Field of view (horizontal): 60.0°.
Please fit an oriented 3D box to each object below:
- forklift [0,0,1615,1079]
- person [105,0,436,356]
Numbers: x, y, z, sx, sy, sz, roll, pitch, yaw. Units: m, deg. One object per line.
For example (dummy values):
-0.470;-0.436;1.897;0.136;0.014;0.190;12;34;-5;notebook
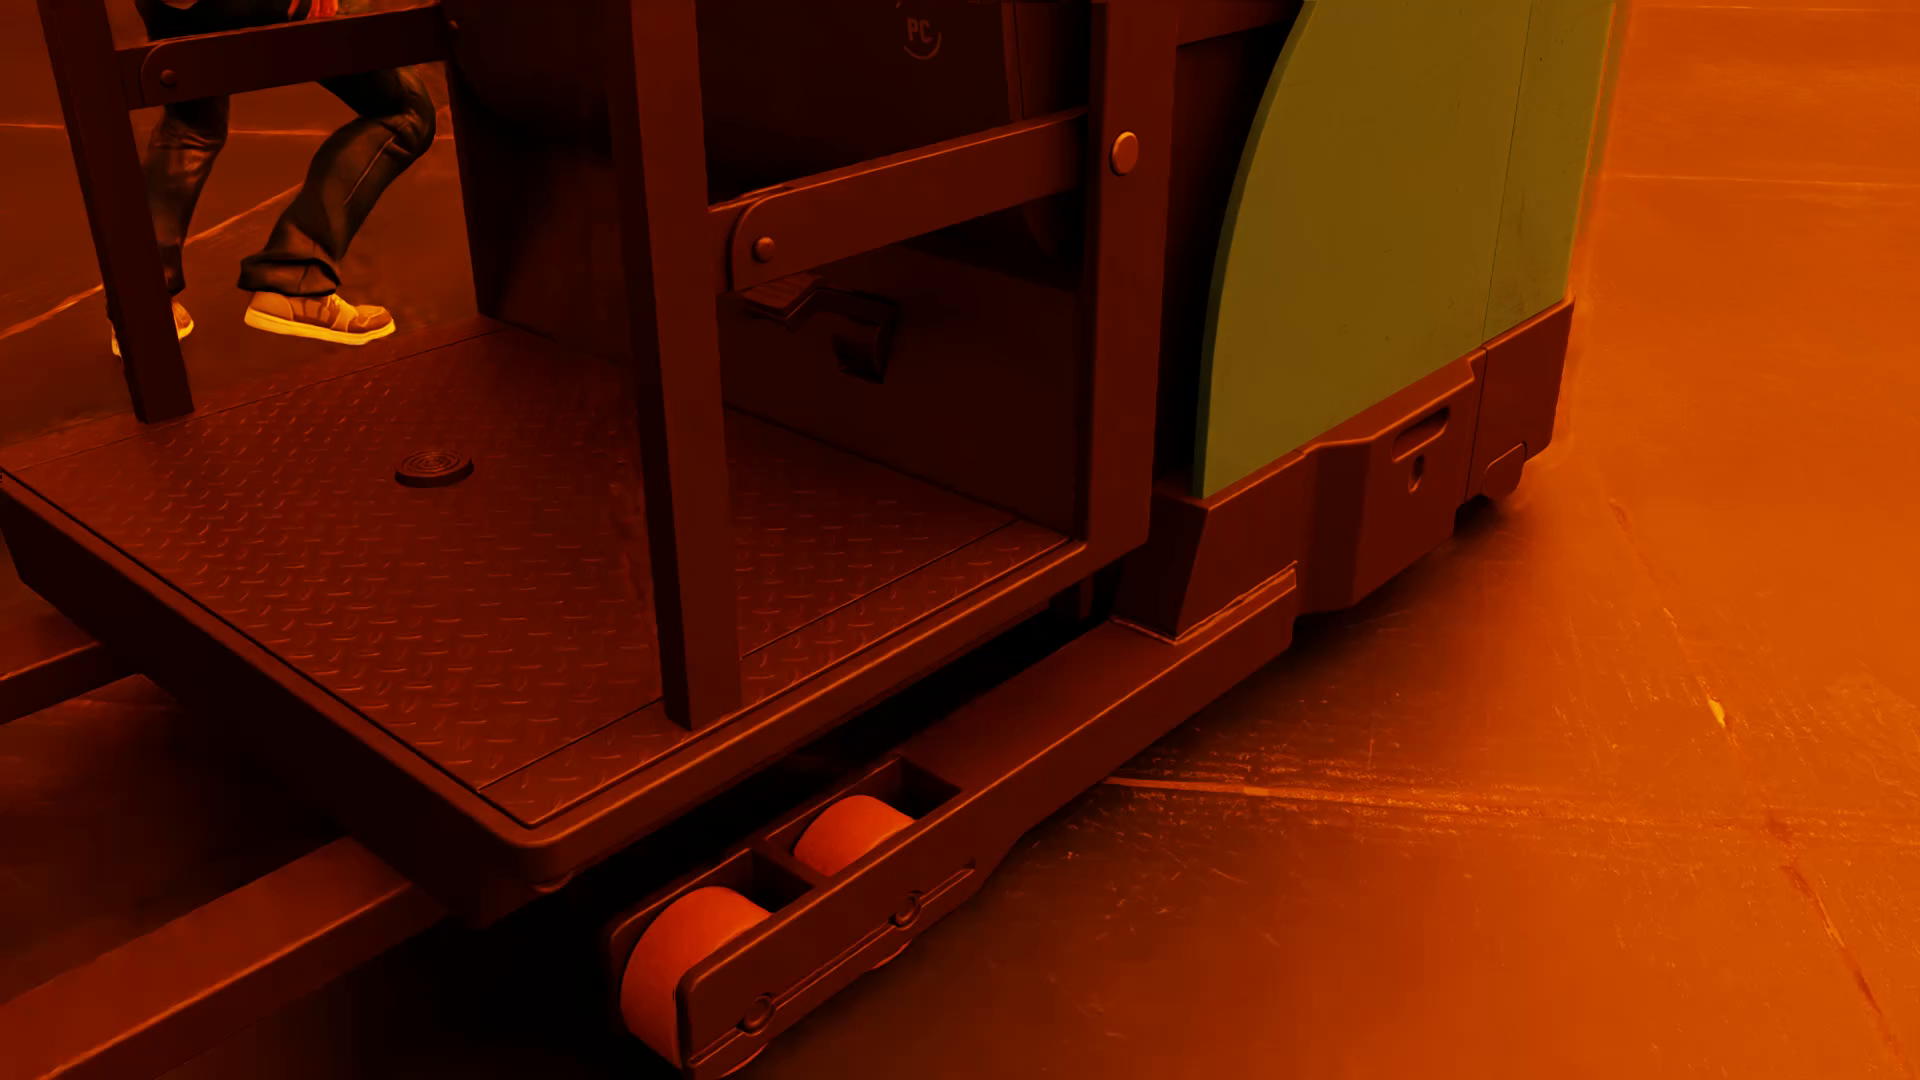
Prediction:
-0.408;-1.079;1.380;1.130;2.935;3.031;22;34;37;forklift
-1.305;-1.033;2.907;0.775;1.506;0.486;18;32;32;person
